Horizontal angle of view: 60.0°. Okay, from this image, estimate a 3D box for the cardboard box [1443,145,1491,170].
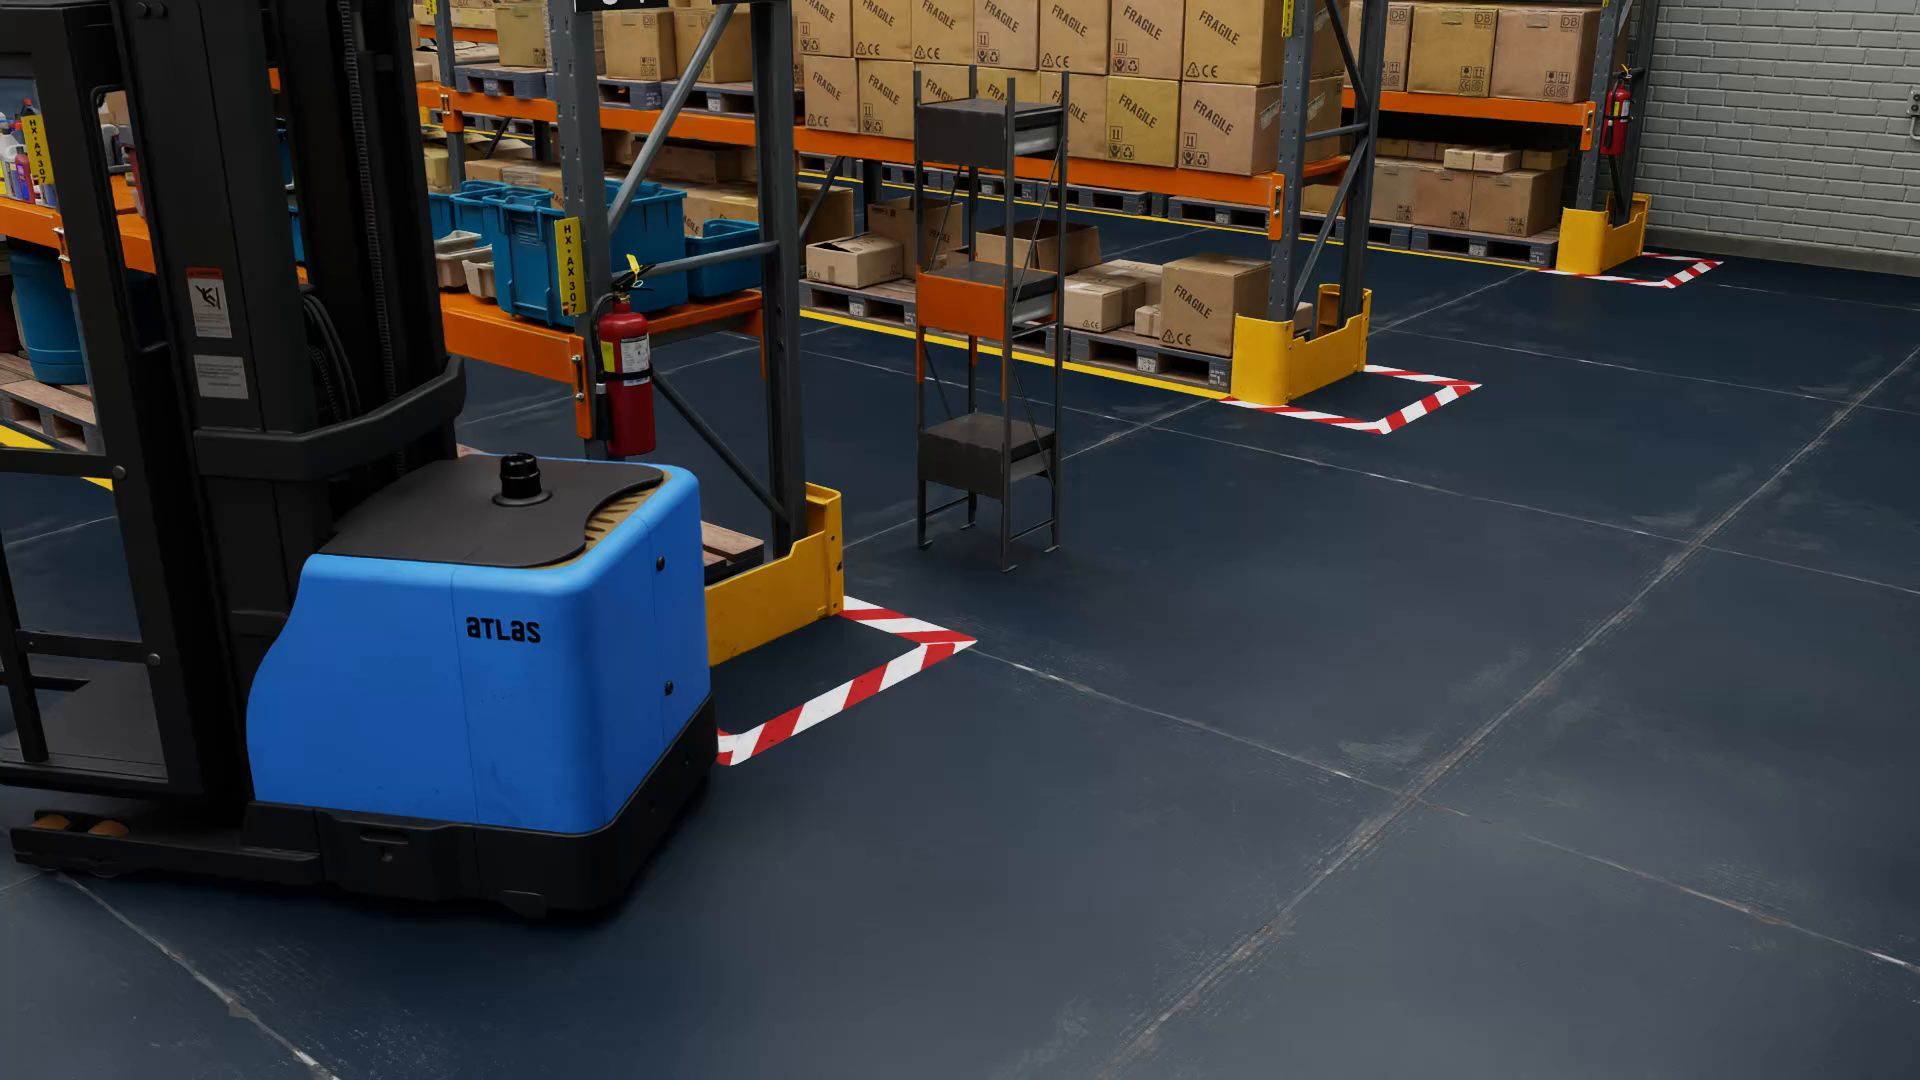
[{"bbox_3d":[4.260,-3.206,13.947,0.250,0.149,0.380,17,26,38],"label":"cardboard box"}]

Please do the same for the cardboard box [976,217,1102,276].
[{"bbox_3d":[0.510,-1.869,11.287,0.637,0.503,0.797,16,26,36],"label":"cardboard box"}]

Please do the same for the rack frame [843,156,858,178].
[{"bbox_3d":[-0.919,-5.496,17.991,0.127,3.000,1.000,16,26,36],"label":"rack frame"}]

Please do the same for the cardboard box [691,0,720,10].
[{"bbox_3d":[-2.687,-6.253,19.234,0.700,0.500,0.500,-18,27,-39],"label":"cardboard box"}]

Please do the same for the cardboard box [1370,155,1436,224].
[{"bbox_3d":[3.896,-3.091,14.560,0.500,0.500,0.700,15,25,35],"label":"cardboard box"}]

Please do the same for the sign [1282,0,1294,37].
[{"bbox_3d":[1.783,-2.899,9.015,0.005,0.325,0.100,16,26,36],"label":"sign"}]

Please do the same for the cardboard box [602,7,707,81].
[{"bbox_3d":[-2.357,-3.869,12.941,0.500,0.500,0.700,9,23,23],"label":"cardboard box"}]

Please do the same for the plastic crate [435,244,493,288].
[{"bbox_3d":[-1.947,-1.109,6.646,0.243,0.136,0.396,16,26,36],"label":"plastic crate"}]

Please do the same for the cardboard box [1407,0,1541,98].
[{"bbox_3d":[4.307,-4.122,13.922,0.700,0.700,0.980,16,26,36],"label":"cardboard box"}]

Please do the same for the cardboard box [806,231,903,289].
[{"bbox_3d":[-0.761,-2.044,12.023,0.500,0.311,0.500,16,26,36],"label":"cardboard box"}]

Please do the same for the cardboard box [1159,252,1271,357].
[{"bbox_3d":[1.573,-1.446,10.172,0.500,0.500,0.500,16,26,36],"label":"cardboard box"}]

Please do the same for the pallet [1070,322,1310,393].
[{"bbox_3d":[1.473,-1.246,10.673,1.213,0.211,1.003,16,26,36],"label":"pallet"}]

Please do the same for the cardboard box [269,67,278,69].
[{"bbox_3d":[-6.590,-4.662,16.137,0.250,0.149,0.380,16,26,36],"label":"cardboard box"}]

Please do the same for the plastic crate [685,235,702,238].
[{"bbox_3d":[-1.164,-1.147,6.747,0.298,0.136,0.250,16,26,36],"label":"plastic crate"}]

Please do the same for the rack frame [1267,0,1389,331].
[{"bbox_3d":[2.150,-2.356,9.665,0.127,3.000,1.000,16,26,36],"label":"rack frame"}]

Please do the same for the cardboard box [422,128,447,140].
[{"bbox_3d":[-5.074,-3.740,15.841,0.500,0.311,0.500,15,25,35],"label":"cardboard box"}]

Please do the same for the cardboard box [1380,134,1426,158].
[{"bbox_3d":[3.913,-3.480,14.672,0.250,0.149,0.380,16,26,37],"label":"cardboard box"}]

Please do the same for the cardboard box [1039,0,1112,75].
[{"bbox_3d":[0.834,-3.122,10.137,0.500,0.500,0.500,17,26,38],"label":"cardboard box"}]

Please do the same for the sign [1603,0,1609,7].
[{"bbox_3d":[4.925,-4.219,12.627,0.005,0.325,0.100,16,26,36],"label":"sign"}]

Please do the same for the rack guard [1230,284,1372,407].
[{"bbox_3d":[2.091,-1.204,10.151,0.348,0.500,1.175,16,26,36],"label":"rack guard"}]

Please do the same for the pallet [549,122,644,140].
[{"bbox_3d":[-4.560,-5.224,21.222,1.213,0.211,1.003,16,26,36],"label":"pallet"}]

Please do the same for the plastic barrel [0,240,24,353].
[{"bbox_3d":[-5.918,-1.500,10.216,0.708,0.588,0.600,16,26,36],"label":"plastic barrel"}]

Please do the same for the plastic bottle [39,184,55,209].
[{"bbox_3d":[-4.594,-1.837,8.464,0.135,0.276,0.152,16,26,36],"label":"plastic bottle"}]

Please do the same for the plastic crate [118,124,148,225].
[{"bbox_3d":[-3.551,-1.686,7.711,0.583,0.464,0.402,16,26,36],"label":"plastic crate"}]

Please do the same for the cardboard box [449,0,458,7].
[{"bbox_3d":[-6.560,-7.269,21.815,0.500,0.500,0.500,16,26,36],"label":"cardboard box"}]

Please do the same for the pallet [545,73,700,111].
[{"bbox_3d":[-2.539,-3.619,13.285,1.213,0.211,1.003,16,26,36],"label":"pallet"}]

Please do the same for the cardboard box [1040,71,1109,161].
[{"bbox_3d":[0.843,-2.656,10.319,0.500,0.500,0.500,16,26,37],"label":"cardboard box"}]

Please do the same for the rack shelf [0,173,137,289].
[{"bbox_3d":[-5.634,-2.005,9.754,4.000,0.370,1.077,16,26,36],"label":"rack shelf"}]

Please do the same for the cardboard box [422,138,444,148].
[{"bbox_3d":[-5.016,-3.477,15.145,0.500,0.311,0.500,16,26,35],"label":"cardboard box"}]

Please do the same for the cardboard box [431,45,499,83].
[{"bbox_3d":[-4.302,-4.192,14.661,0.500,0.311,0.500,18,27,40],"label":"cardboard box"}]

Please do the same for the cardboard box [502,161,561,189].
[{"bbox_3d":[-3.467,-2.882,13.980,0.500,0.500,0.500,15,25,34],"label":"cardboard box"}]

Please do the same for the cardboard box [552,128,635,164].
[{"bbox_3d":[-3.129,-3.372,14.216,0.500,0.250,0.500,17,27,38],"label":"cardboard box"}]

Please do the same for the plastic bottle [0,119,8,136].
[{"bbox_3d":[-5.966,-2.530,10.409,0.097,0.201,0.097,0,21,0],"label":"plastic bottle"}]

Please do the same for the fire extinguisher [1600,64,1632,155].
[{"bbox_3d":[5.104,-3.341,12.914,0.183,0.674,0.296,16,26,36],"label":"fire extinguisher"}]

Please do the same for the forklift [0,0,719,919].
[{"bbox_3d":[-2.376,-0.536,4.937,3.031,2.935,1.130,4,21,10],"label":"forklift"}]

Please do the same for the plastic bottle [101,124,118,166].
[{"bbox_3d":[-4.919,-2.251,9.563,0.135,0.276,0.152,16,26,36],"label":"plastic bottle"}]

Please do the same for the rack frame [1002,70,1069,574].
[{"bbox_3d":[0.317,-0.891,7.055,0.015,2.100,0.400,16,26,36],"label":"rack frame"}]

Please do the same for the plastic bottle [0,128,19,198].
[{"bbox_3d":[-5.003,-1.988,8.759,0.185,0.351,0.144,16,26,36],"label":"plastic bottle"}]

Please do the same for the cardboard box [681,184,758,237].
[{"bbox_3d":[-1.890,-2.429,12.778,0.500,0.500,0.500,16,26,36],"label":"cardboard box"}]

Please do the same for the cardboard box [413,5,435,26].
[{"bbox_3d":[-6.939,-7.024,22.229,0.500,0.250,0.500,15,25,35],"label":"cardboard box"}]

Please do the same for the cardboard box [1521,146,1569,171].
[{"bbox_3d":[4.897,-3.197,13.924,0.250,0.149,0.380,16,26,37],"label":"cardboard box"}]

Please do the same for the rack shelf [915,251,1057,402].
[{"bbox_3d":[0.128,-0.933,7.205,0.480,0.518,0.431,16,26,36],"label":"rack shelf"}]

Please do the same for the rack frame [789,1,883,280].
[{"bbox_3d":[-0.949,-3.249,12.032,0.127,3.000,1.000,16,26,36],"label":"rack frame"}]

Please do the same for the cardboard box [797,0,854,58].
[{"bbox_3d":[-0.762,-3.581,11.355,0.500,0.500,0.500,17,26,38],"label":"cardboard box"}]

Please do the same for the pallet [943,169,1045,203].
[{"bbox_3d":[0.585,-3.723,17.240,1.213,0.211,1.003,16,26,36],"label":"pallet"}]

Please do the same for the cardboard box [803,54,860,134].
[{"bbox_3d":[-0.727,-3.107,11.515,0.500,0.500,0.500,17,26,38],"label":"cardboard box"}]

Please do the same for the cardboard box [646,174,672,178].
[{"bbox_3d":[-2.364,-2.802,13.766,0.500,0.500,0.500,15,25,34],"label":"cardboard box"}]

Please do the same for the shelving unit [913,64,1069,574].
[{"bbox_3d":[0.128,-0.946,7.200,0.503,2.100,0.431,16,26,36],"label":"shelving unit"}]

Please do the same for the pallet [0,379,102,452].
[{"bbox_3d":[-4.655,-0.774,9.422,1.213,0.211,1.003,16,26,36],"label":"pallet"}]
